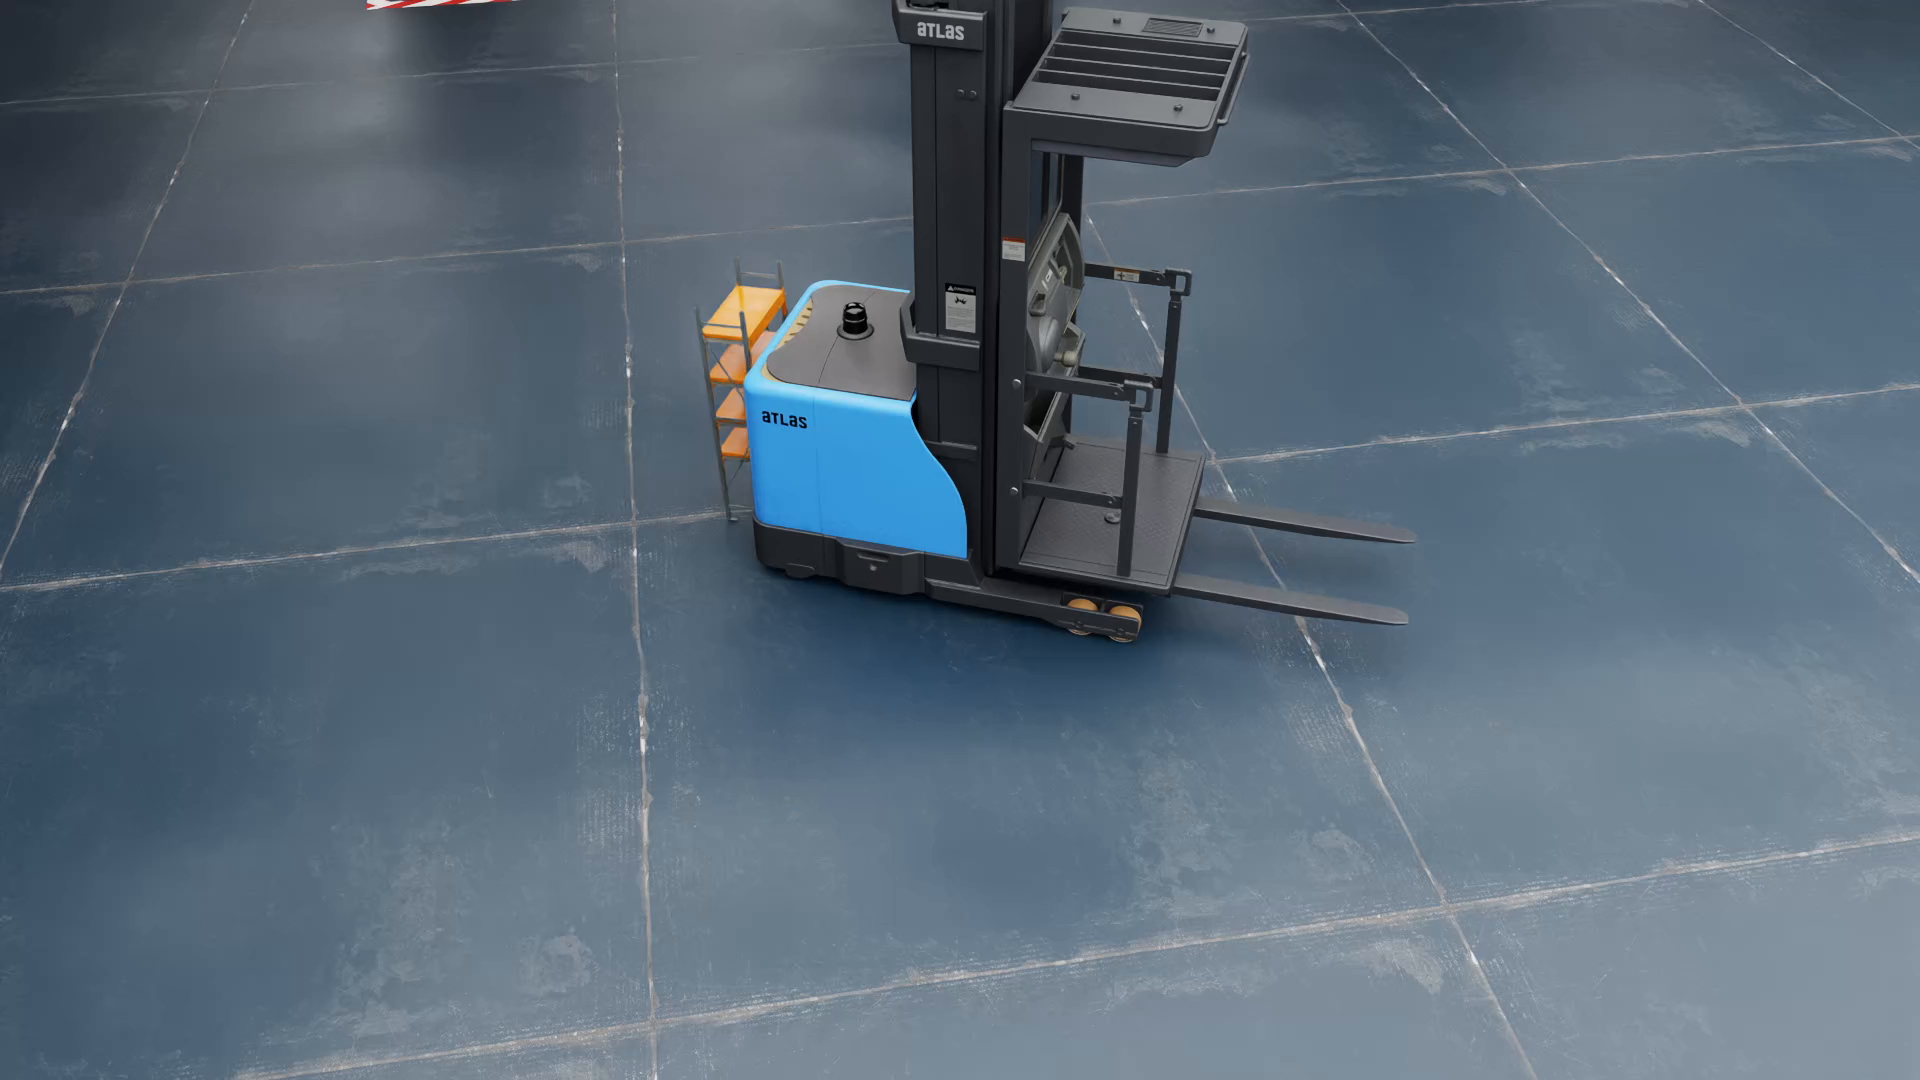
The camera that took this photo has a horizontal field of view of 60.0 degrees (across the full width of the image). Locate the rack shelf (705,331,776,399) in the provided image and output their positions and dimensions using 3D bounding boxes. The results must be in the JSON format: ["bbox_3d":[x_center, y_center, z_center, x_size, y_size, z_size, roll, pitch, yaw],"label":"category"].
[{"bbox_3d":[-1.009,-0.835,7.983,0.258,0.148,0.480,8,38,14],"label":"rack shelf"}]

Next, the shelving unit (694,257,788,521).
[{"bbox_3d":[-1.002,-0.710,8.077,0.258,1.200,0.503,8,38,14],"label":"shelving unit"}]

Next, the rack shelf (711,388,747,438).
[{"bbox_3d":[-1.000,-0.657,8.118,0.258,0.148,0.480,8,38,14],"label":"rack shelf"}]

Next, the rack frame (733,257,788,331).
[{"bbox_3d":[-0.938,-0.855,8.263,0.240,1.200,0.015,8,38,14],"label":"rack frame"}]

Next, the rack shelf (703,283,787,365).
[{"bbox_3d":[-1.019,-1.023,7.840,0.258,0.148,0.480,8,38,14],"label":"rack shelf"}]

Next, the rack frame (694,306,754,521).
[{"bbox_3d":[-1.067,-0.566,7.891,0.240,1.200,0.015,8,38,14],"label":"rack frame"}]

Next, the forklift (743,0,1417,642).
[{"bbox_3d":[0.600,-1.056,7.121,3.031,2.935,1.130,10,39,12],"label":"forklift"}]

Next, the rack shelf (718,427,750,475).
[{"bbox_3d":[-0.991,-0.499,8.237,0.258,0.148,0.480,8,38,14],"label":"rack shelf"}]
